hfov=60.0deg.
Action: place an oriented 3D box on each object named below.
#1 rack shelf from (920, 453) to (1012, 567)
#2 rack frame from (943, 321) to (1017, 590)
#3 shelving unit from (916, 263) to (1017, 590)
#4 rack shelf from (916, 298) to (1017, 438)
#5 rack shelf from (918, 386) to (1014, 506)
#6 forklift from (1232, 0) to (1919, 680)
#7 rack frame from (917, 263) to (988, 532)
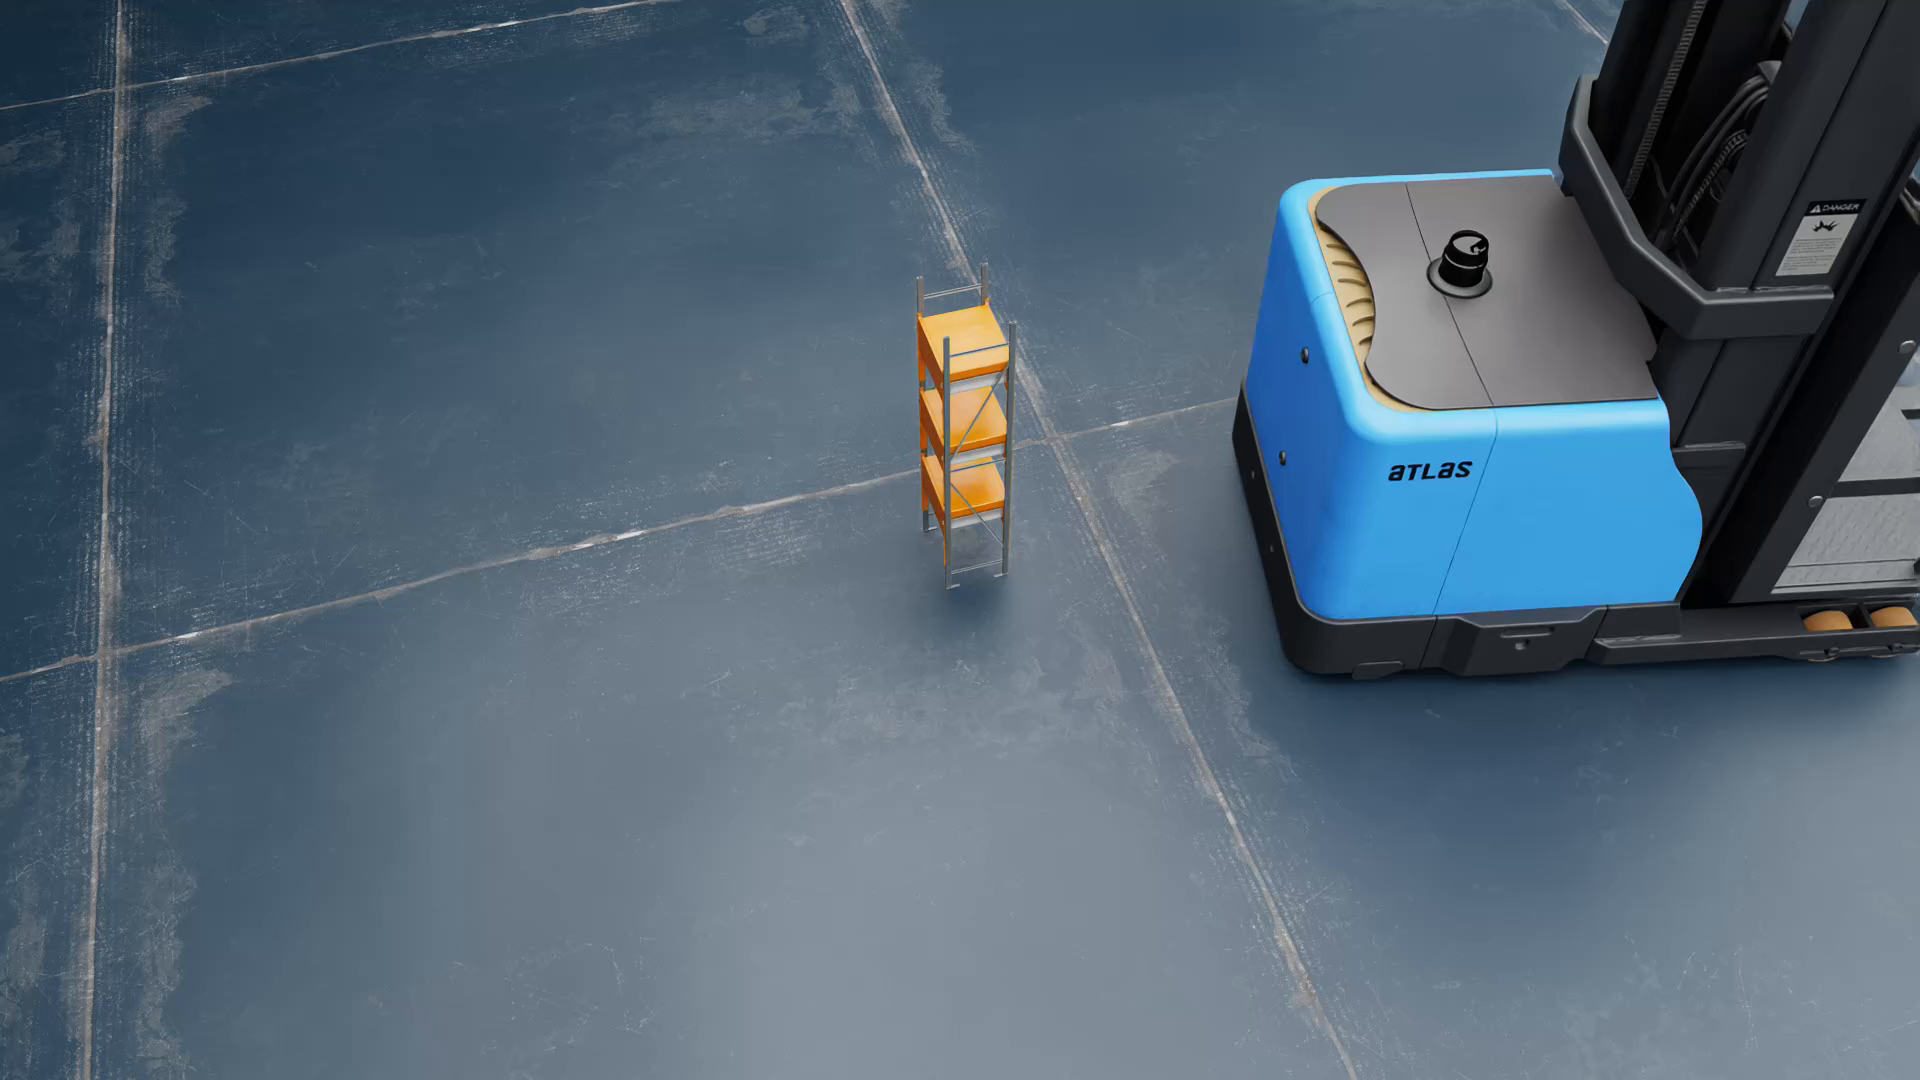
[{"bbox_3d":[0.016,-0.113,5.036,0.215,0.259,0.240,-13,51,-11],"label":"rack shelf"},{"bbox_3d":[0.052,-0.210,4.741,0.200,1.050,0.008,-13,51,-11],"label":"rack frame"},{"bbox_3d":[0.016,-0.299,4.816,0.215,1.050,0.252,-13,51,-11],"label":"shelving unit"},{"bbox_3d":[0.016,-0.475,4.607,0.215,0.259,0.240,-13,51,-11],"label":"rack shelf"},{"bbox_3d":[0.016,-0.292,4.824,0.215,0.259,0.240,-13,51,-11],"label":"rack shelf"},{"bbox_3d":[2.430,-0.987,4.165,3.031,2.935,1.130,-3,50,-3],"label":"forklift"},{"bbox_3d":[-0.020,-0.388,4.891,0.200,1.050,0.008,-13,51,-11],"label":"rack frame"}]
